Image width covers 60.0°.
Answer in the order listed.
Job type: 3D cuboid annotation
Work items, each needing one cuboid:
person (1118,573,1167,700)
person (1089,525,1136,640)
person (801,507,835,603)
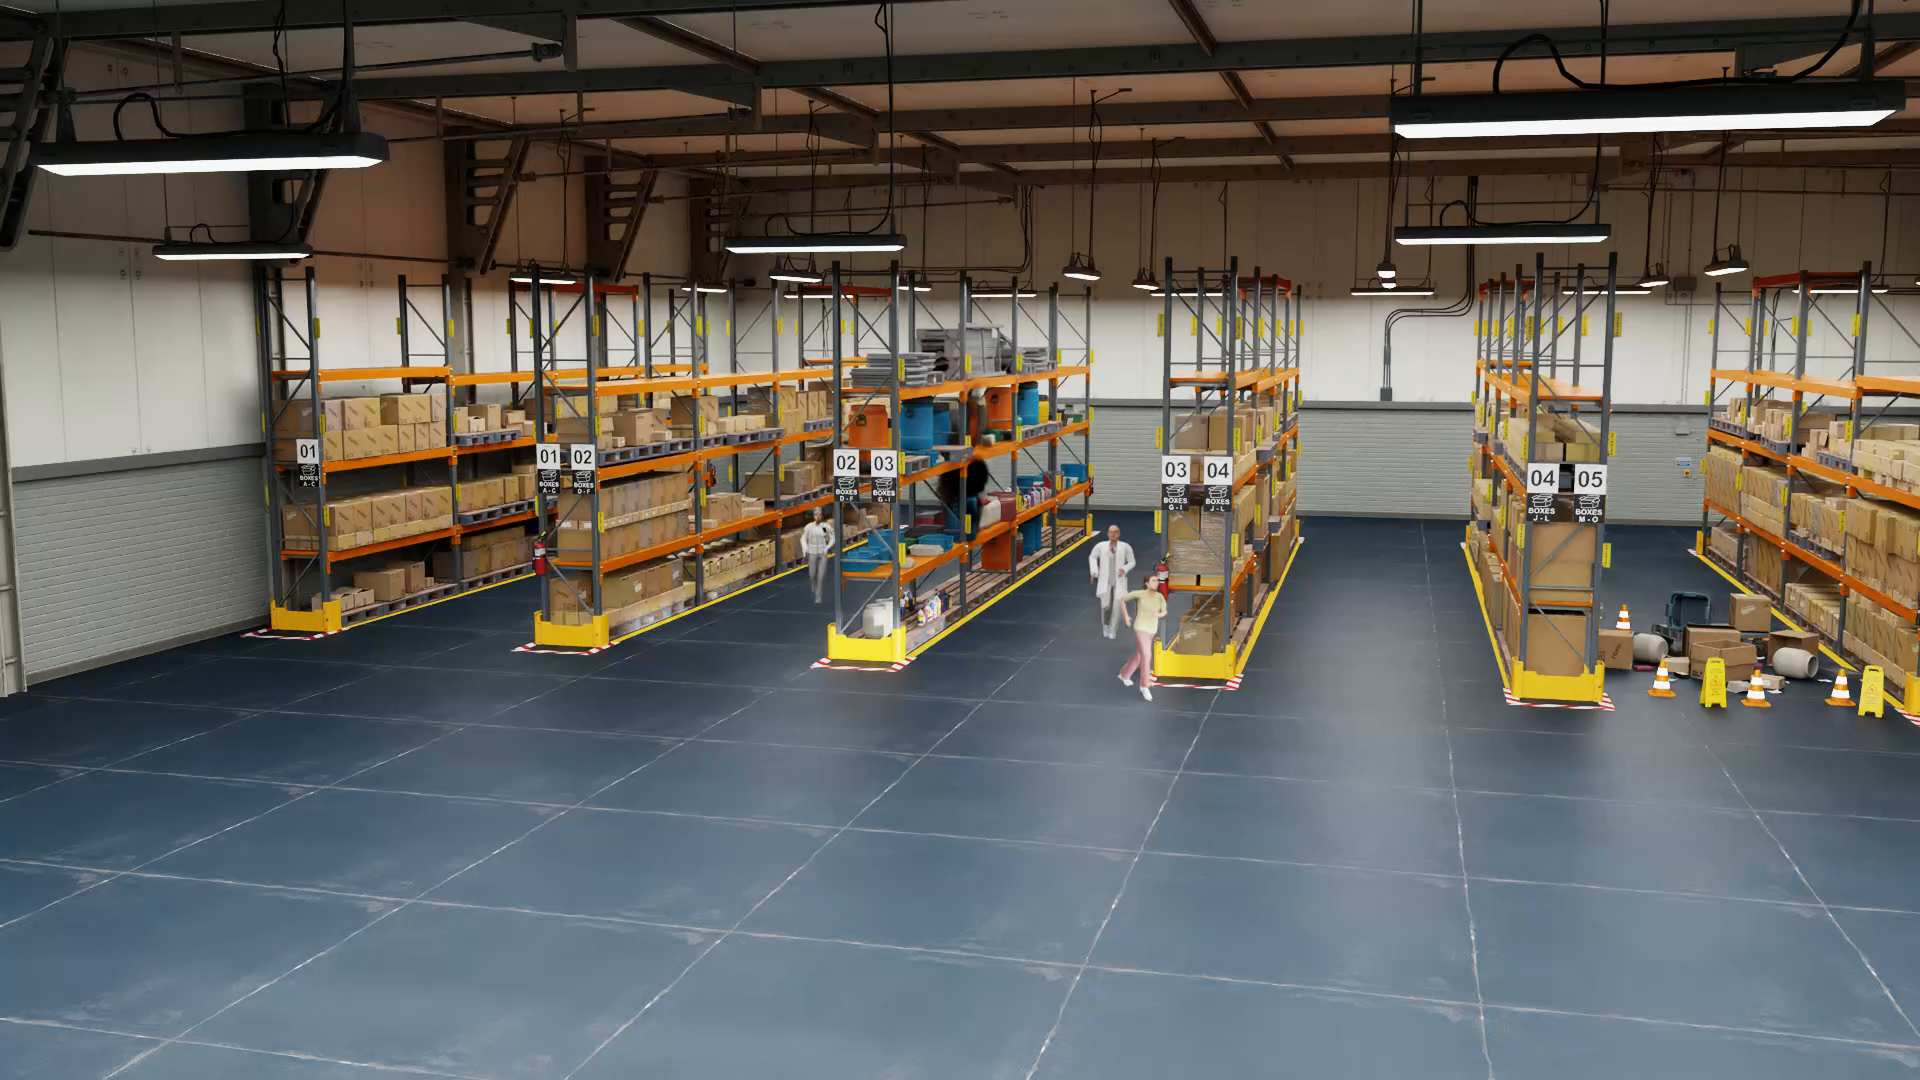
[{"bbox_3d":[2.563,1.278,22.921,0.594,1.683,0.903,-4,8,-30],"label":"person"},{"bbox_3d":[2.303,0.654,25.207,0.714,1.743,0.599,1,7,6],"label":"person"},{"bbox_3d":[-2.452,0.247,28.819,0.615,1.662,0.555,0,7,-2],"label":"person"}]
